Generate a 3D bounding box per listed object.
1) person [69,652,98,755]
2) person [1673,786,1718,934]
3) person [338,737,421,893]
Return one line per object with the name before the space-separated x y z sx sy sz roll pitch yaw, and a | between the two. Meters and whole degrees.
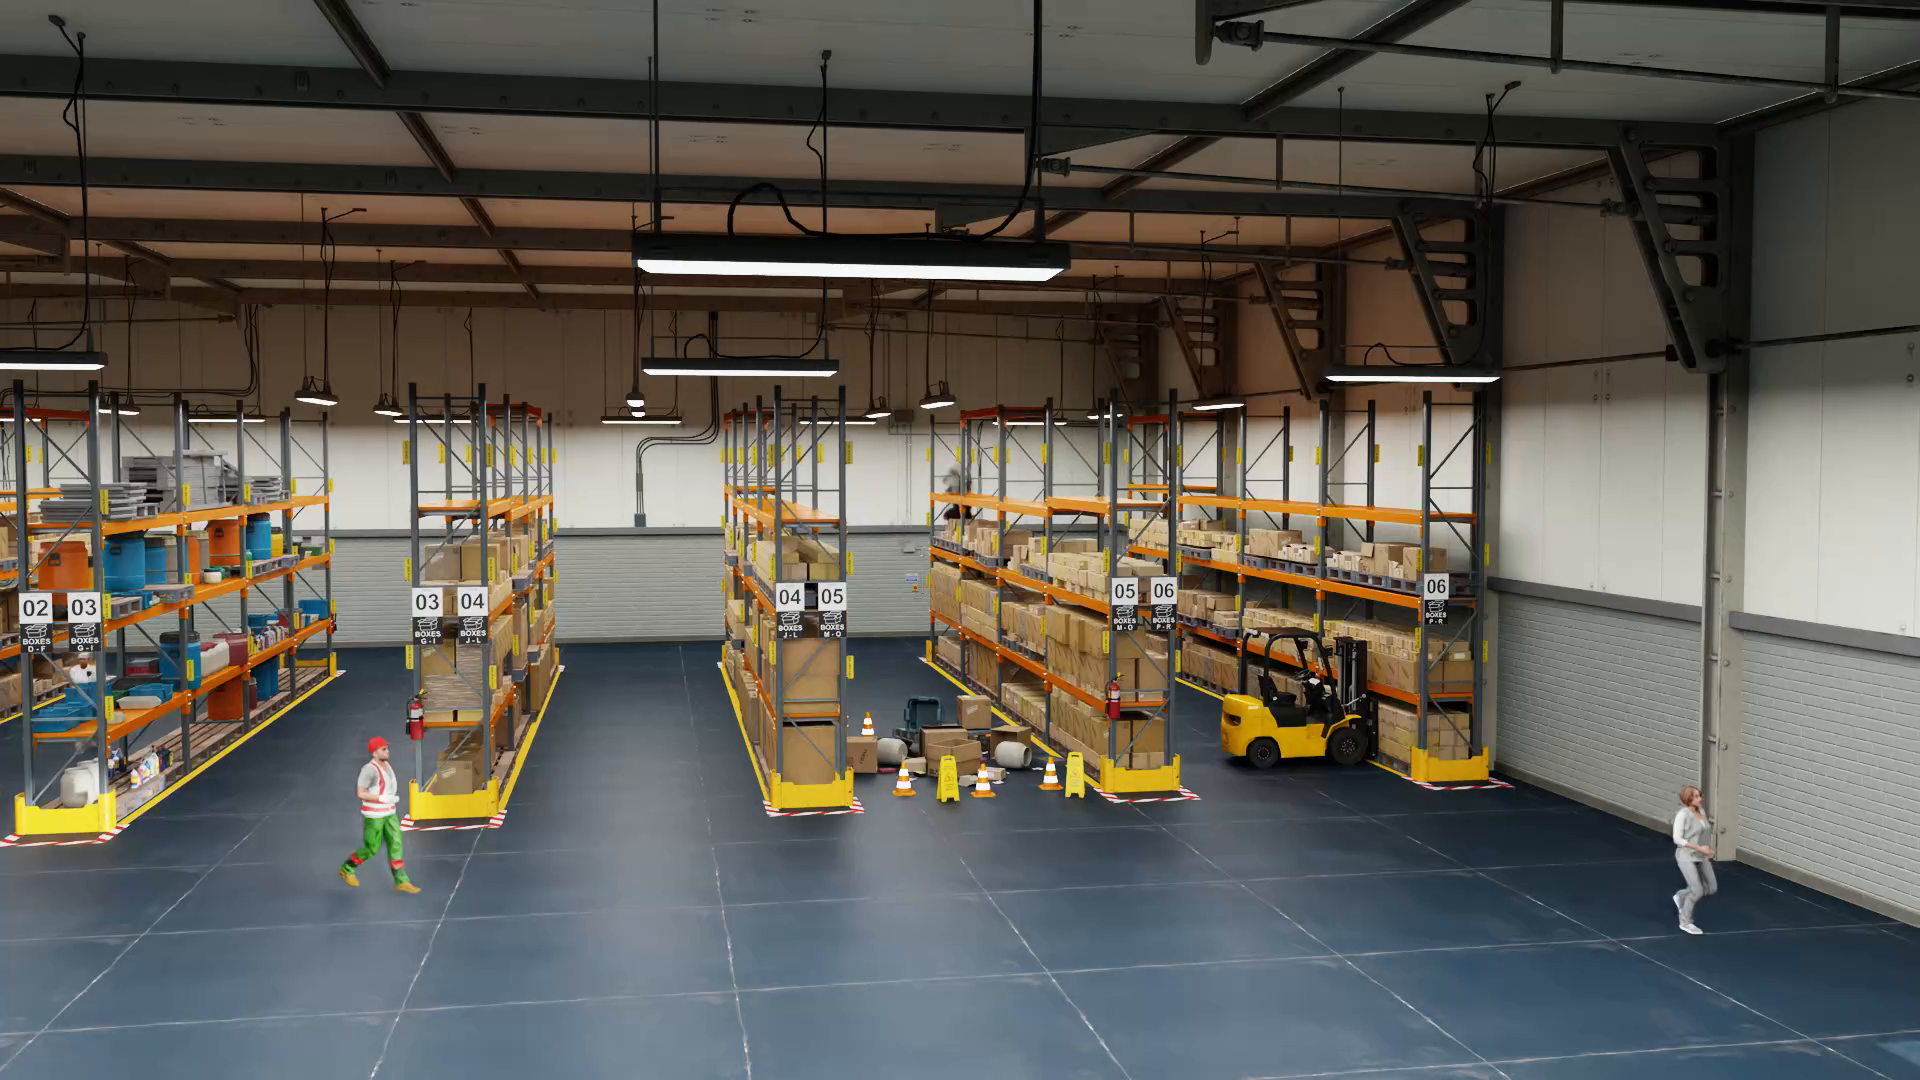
person | -14.810 2.733 28.179 0.580 1.711 0.855 -1 3 -17
person | 7.668 3.343 17.388 0.555 1.554 0.563 -1 3 -27
person | -6.623 3.129 18.923 1.008 1.778 0.648 1 3 16
